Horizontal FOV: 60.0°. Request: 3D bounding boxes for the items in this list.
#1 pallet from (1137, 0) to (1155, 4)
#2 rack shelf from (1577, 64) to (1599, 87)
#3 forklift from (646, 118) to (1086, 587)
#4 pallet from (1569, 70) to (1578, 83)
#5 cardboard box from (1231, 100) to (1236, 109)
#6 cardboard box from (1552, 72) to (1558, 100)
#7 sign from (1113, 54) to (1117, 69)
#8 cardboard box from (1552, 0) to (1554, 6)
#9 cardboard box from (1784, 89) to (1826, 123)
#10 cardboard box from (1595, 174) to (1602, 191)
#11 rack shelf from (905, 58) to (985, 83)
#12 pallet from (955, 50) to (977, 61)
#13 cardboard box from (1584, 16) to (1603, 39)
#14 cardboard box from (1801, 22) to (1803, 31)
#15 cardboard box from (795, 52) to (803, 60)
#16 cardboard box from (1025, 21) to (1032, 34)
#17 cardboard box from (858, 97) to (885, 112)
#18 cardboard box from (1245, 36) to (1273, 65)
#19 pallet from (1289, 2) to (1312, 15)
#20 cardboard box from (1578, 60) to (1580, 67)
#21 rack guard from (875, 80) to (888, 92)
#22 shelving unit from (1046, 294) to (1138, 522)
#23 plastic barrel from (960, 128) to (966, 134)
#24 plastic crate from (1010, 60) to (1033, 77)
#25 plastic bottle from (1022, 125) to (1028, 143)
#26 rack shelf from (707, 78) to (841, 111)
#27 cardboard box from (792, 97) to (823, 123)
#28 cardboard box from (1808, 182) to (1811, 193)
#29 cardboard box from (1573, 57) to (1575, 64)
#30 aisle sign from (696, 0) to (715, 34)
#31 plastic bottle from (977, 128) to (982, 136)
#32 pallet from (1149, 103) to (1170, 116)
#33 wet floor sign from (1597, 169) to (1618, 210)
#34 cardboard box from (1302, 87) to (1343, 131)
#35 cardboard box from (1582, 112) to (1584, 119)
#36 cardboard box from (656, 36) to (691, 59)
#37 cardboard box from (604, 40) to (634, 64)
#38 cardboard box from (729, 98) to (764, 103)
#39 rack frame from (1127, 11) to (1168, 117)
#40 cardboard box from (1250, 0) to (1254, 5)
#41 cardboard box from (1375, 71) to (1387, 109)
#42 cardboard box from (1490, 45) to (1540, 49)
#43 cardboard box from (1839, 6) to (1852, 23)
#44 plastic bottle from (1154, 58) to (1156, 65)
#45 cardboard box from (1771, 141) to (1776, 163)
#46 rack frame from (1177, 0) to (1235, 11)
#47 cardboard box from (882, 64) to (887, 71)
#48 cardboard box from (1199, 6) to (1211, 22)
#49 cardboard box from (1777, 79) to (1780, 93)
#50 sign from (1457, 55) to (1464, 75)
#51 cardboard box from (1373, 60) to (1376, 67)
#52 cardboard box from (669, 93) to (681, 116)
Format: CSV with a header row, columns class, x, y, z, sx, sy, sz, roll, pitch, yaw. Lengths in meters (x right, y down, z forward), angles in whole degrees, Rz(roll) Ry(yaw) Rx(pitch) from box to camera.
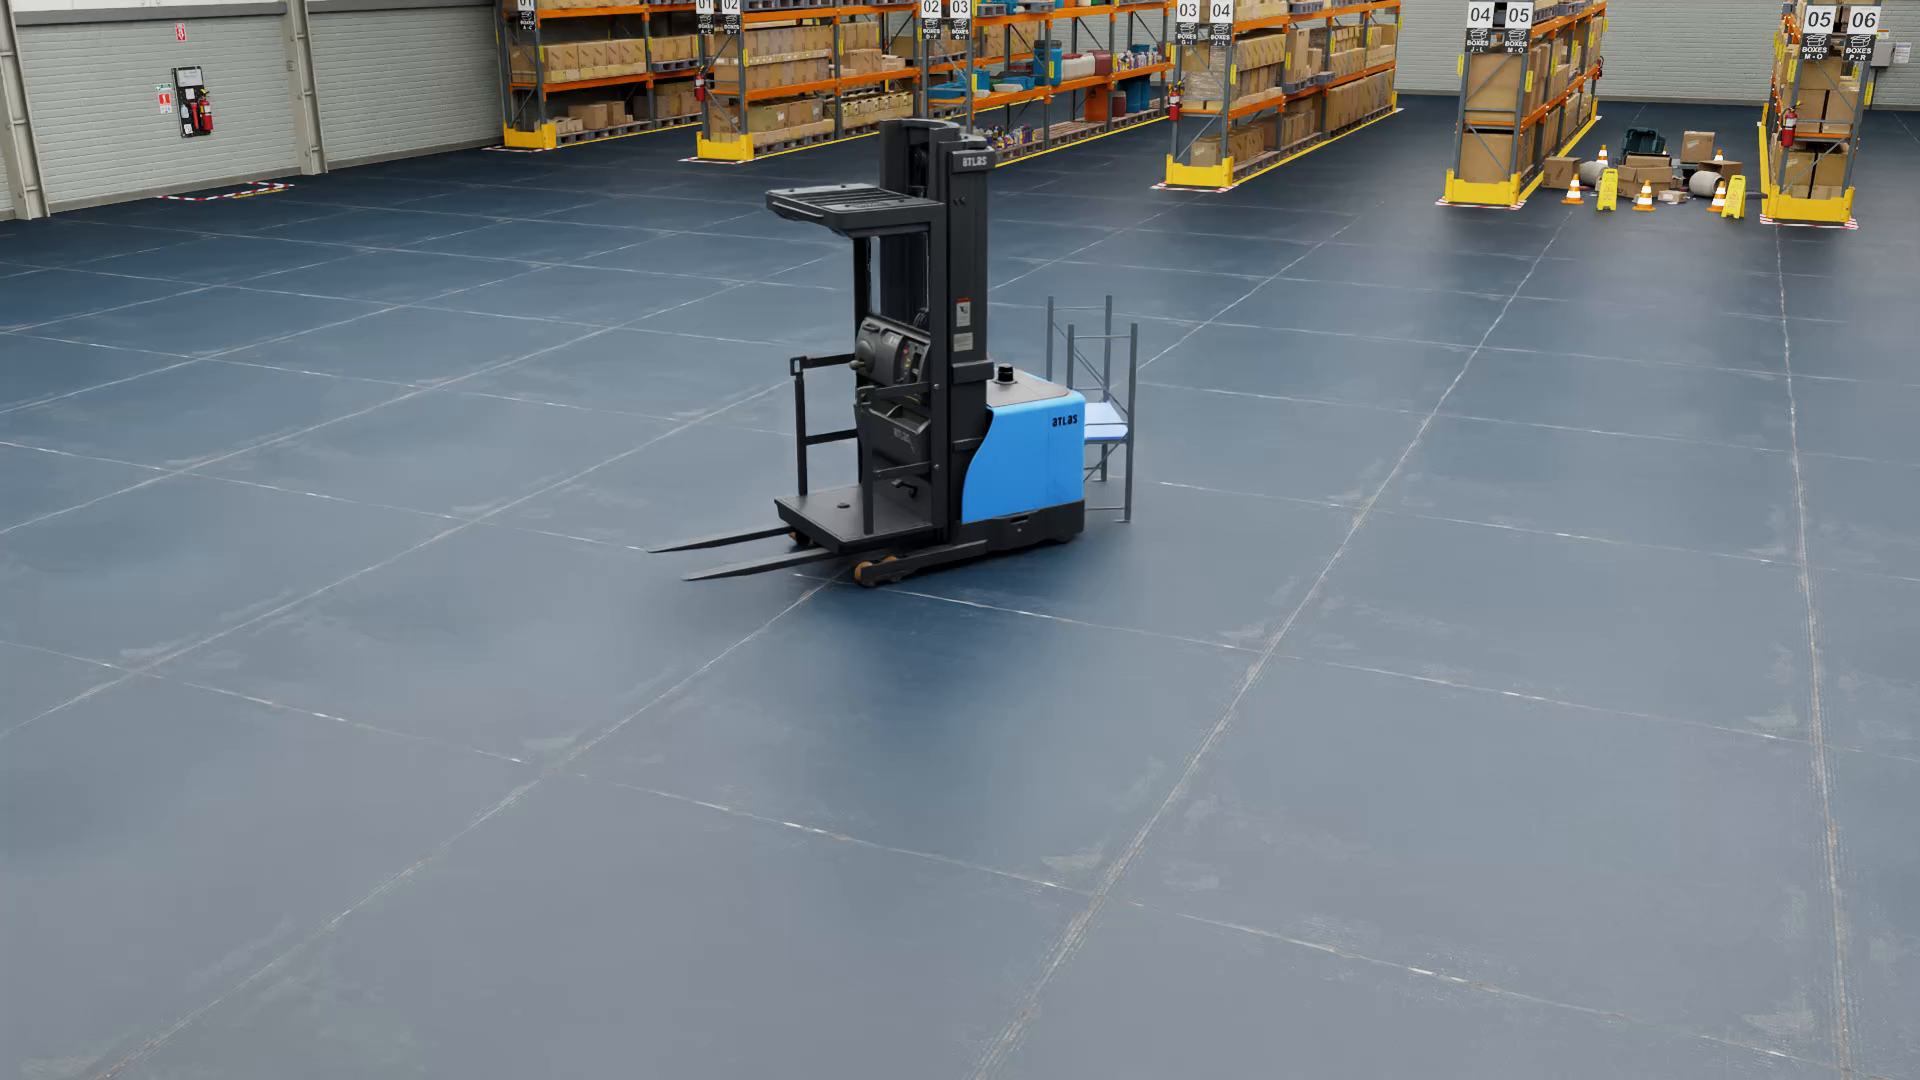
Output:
class,x,y,z,sx,sy,sz,roll,pitch,yaw
pallet,3.987,-12.893,39.552,1.003,0.211,1.213,9,21,23
rack shelf,14.502,-11.051,39.639,1.077,0.370,4.000,9,21,23
forklift,-0.633,-1.270,11.167,3.031,2.935,1.130,-11,23,-29
pallet,12.818,-10.076,36.110,1.003,0.211,1.213,9,21,23
cardboard box,4.739,-7.831,29.887,0.380,0.149,0.250,9,21,23
cardboard box,11.074,-8.658,31.688,0.500,0.500,0.500,9,21,23
sign,3.547,-10.950,38.039,0.100,0.325,0.005,9,21,23
cardboard box,10.237,-9.483,29.279,0.380,0.149,0.250,9,21,23
cardboard box,13.297,-6.853,26.167,0.500,0.500,0.500,8,21,22
cardboard box,11.383,-6.266,29.192,0.396,0.266,0.258,13,23,32
rack shelf,-0.656,-11.900,42.026,1.077,0.370,4.000,9,21,23
pallet,-0.264,-12.530,43.012,1.003,0.211,1.213,9,21,23
cardboard box,15.360,-12.485,40.514,0.500,0.500,0.500,8,21,22
cardboard box,13.289,-7.984,25.842,0.380,0.149,0.250,9,21,23
cardboard box,-3.550,-10.257,35.216,0.380,0.149,0.250,9,22,24
cardboard box,1.664,-14.263,45.956,0.500,0.500,0.500,9,22,24
cardboard box,-2.088,-10.133,38.626,0.500,0.311,0.500,9,22,24
cardboard box,5.581,-9.221,31.336,0.500,0.500,0.500,9,21,23
pallet,6.273,-10.543,32.941,1.213,0.211,1.003,9,21,23
cardboard box,13.701,-10.709,37.353,0.380,0.149,0.250,8,21,21
rack guard,-2.710,-13.581,49.411,1.175,0.500,0.348,9,21,23
shelving unit,0.970,-1.009,12.567,0.538,1.500,1.048,-2,20,-5
plastic barrel,-0.034,-7.738,32.337,0.421,0.512,0.421,0,20,0
plastic crate,1.324,-9.944,35.358,0.402,0.464,0.583,9,21,23
plastic bottle,1.325,-8.388,34.374,0.144,0.351,0.185,7,21,20
rack shelf,-3.932,-9.454,35.150,1.077,0.370,4.000,9,21,23
cardboard box,-3.319,-9.337,36.105,0.500,0.500,0.500,9,21,23
cardboard box,14.337,-5.896,27.548,0.500,0.250,0.500,10,22,26
cardboard box,13.164,-10.446,36.168,0.380,0.149,0.250,9,21,23
aisle sign,-5.046,-10.427,32.931,0.394,0.787,0.004,9,21,23
plastic bottle,0.368,-8.249,33.983,0.144,0.351,0.185,10,22,25
pallet,4.946,-11.086,42.825,1.003,0.211,1.213,9,21,23
wet floor sign,10.564,-5.720,27.090,0.267,0.644,0.232,5,20,13
cardboard box,7.863,-9.672,37.232,1.225,0.875,0.875,8,21,20
cardboard box,14.619,-10.102,39.526,0.380,0.149,0.250,8,21,21
cardboard box,-6.918,-11.864,40.046,0.700,0.500,0.500,12,23,30
cardboard box,-7.744,-11.035,37.596,0.500,0.500,0.500,8,21,22
cardboard box,-5.575,-11.698,42.966,0.750,0.750,0.750,8,21,22
rack frame,4.681,-12.169,41.711,1.000,3.000,0.127,9,21,23
cardboard box,5.074,-9.711,29.952,0.380,0.149,0.250,8,21,23
cardboard box,10.276,-11.424,42.160,0.875,0.875,0.875,9,21,23
cardboard box,9.759,-8.474,29.484,0.875,0.550,0.550,9,21,23
cardboard box,13.775,-8.061,25.463,0.500,0.250,0.500,8,21,22
plastic bottle,4.792,-11.872,41.170,0.097,0.201,0.097,0,20,0
cardboard box,15.751,-7.238,31.139,0.950,0.372,0.625,9,22,24
rack frame,4.285,-10.648,28.479,1.000,3.000,0.127,9,21,23
cardboard box,-1.946,-11.111,39.111,0.380,0.149,0.250,10,22,27
cardboard box,4.251,-9.346,29.520,0.500,0.250,0.500,9,22,24
cardboard box,16.573,-9.027,33.098,0.500,0.250,0.500,8,21,21
sign,8.280,-7.846,27.472,0.100,0.325,0.005,9,21,23
cardboard box,9.945,-11.658,40.647,0.380,0.149,0.250,8,21,21
cardboard box,-7.182,-10.505,40.104,0.700,0.500,0.500,8,21,22
